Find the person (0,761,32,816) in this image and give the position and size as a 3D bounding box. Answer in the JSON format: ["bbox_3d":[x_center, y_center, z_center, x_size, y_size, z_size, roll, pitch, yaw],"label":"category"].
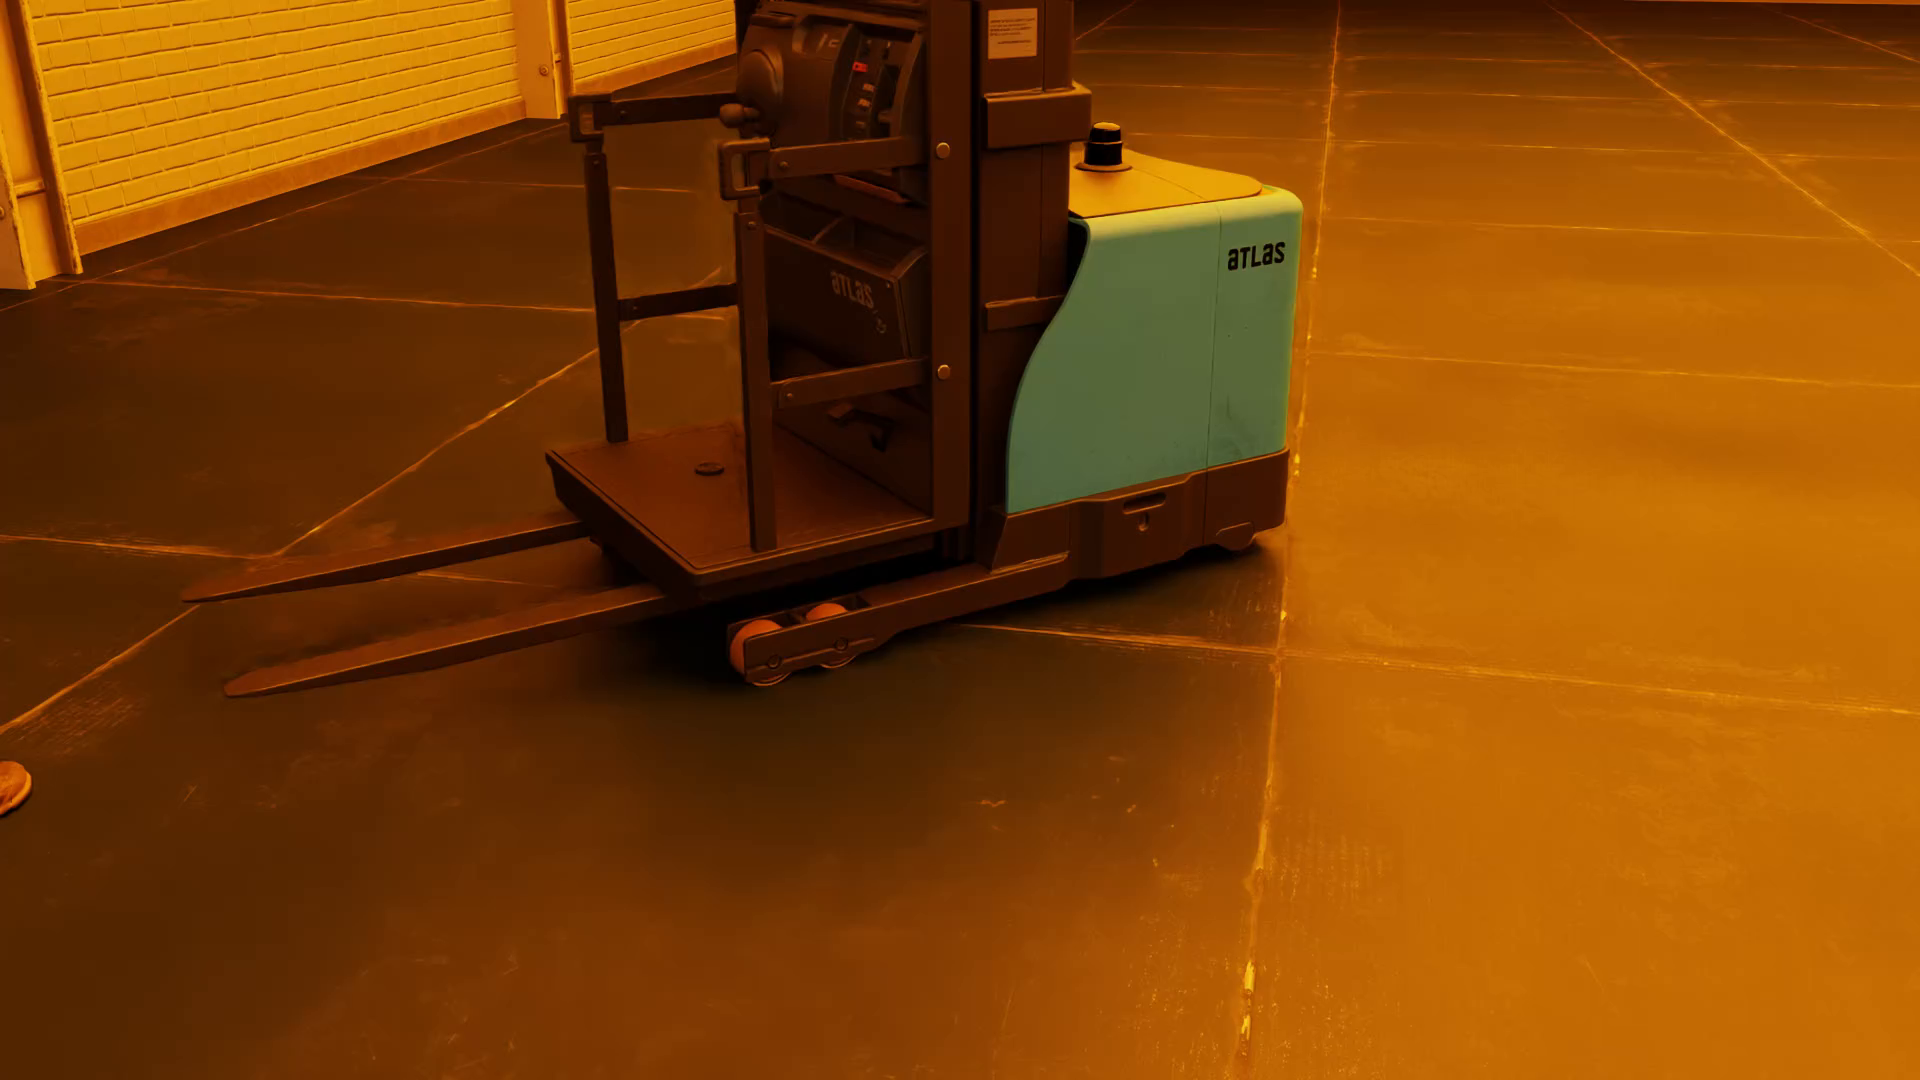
[{"bbox_3d":[-2.479,-0.079,3.346,0.780,1.503,0.640,2,22,6],"label":"person"}]

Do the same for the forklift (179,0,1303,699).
[{"bbox_3d":[-0.526,-1.211,4.238,3.031,2.935,1.130,-13,26,-29],"label":"forklift"}]
